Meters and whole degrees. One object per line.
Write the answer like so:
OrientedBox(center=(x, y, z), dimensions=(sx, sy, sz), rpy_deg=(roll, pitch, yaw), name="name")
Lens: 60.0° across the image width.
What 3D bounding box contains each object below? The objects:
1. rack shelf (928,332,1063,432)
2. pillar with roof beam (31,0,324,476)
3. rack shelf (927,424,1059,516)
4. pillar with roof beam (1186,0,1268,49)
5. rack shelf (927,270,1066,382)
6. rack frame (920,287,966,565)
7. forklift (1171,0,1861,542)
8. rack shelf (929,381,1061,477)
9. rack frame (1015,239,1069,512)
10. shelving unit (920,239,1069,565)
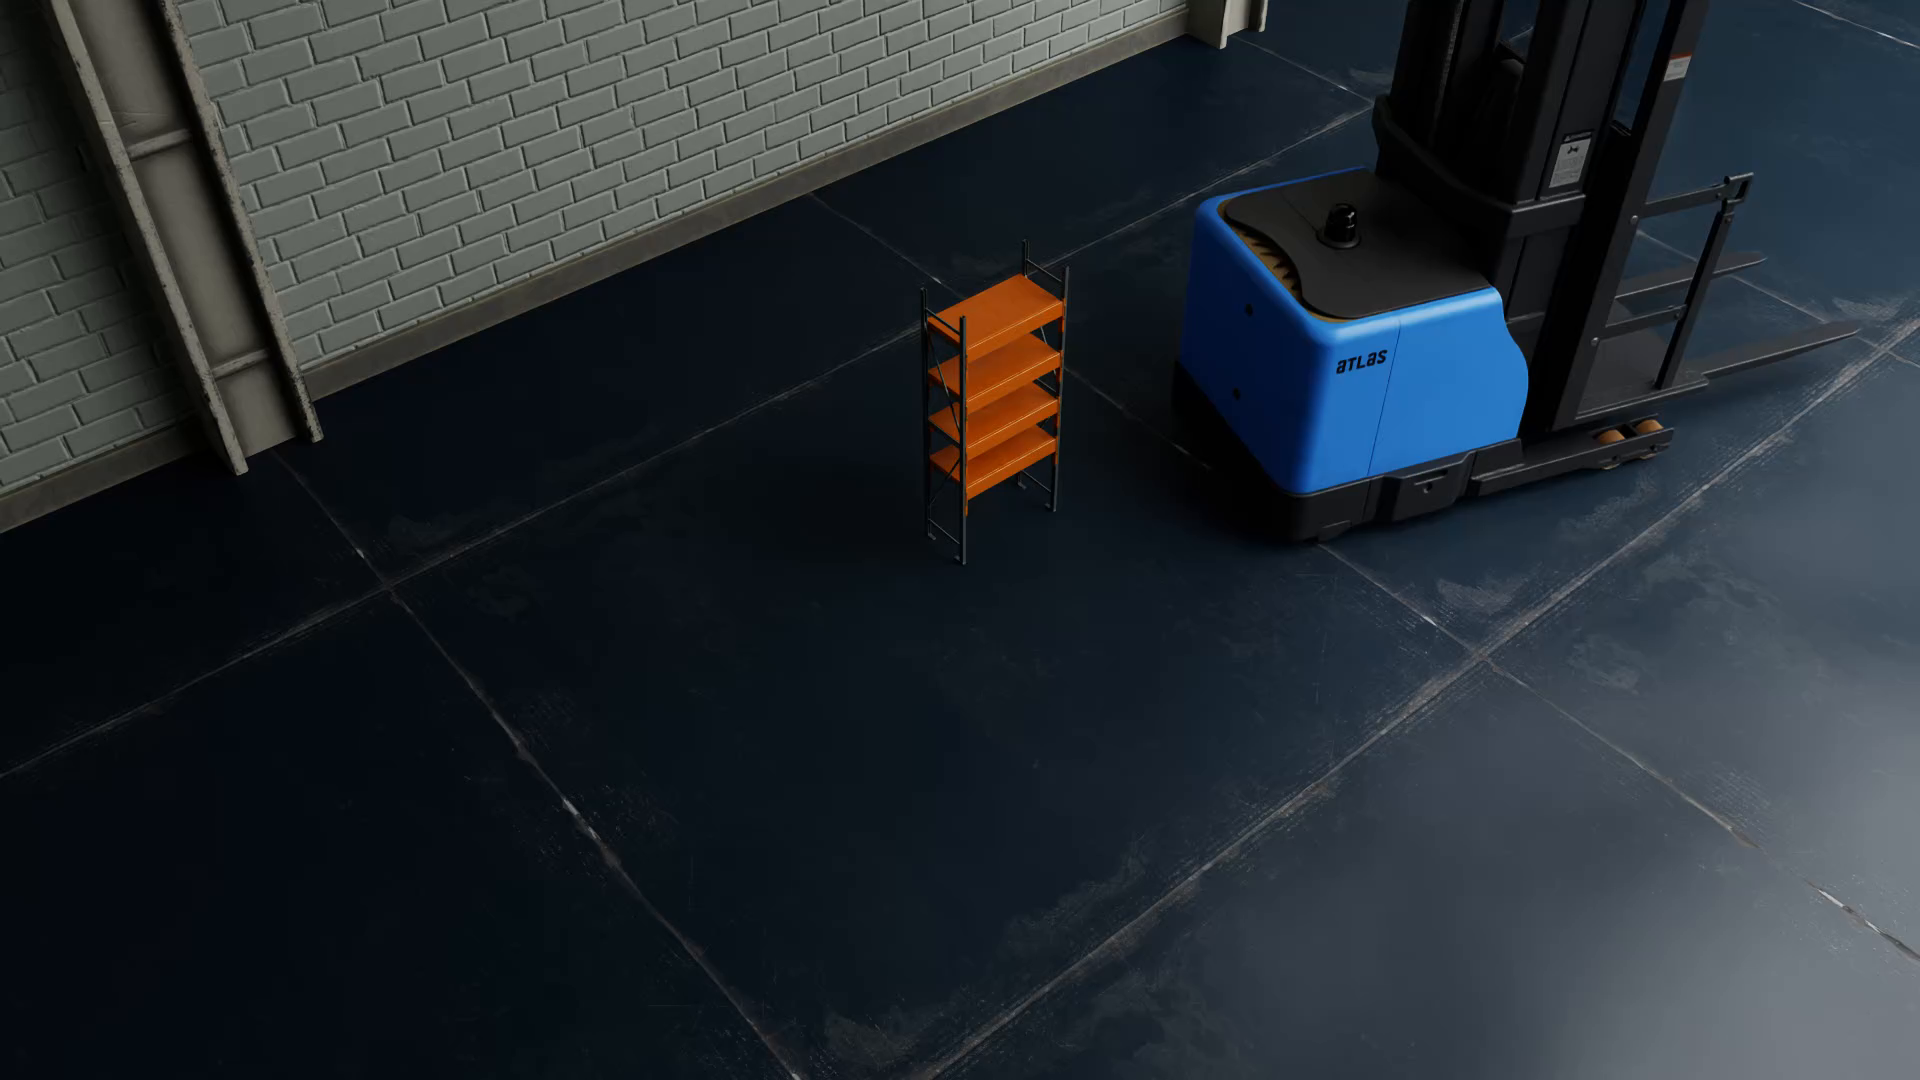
OrientedBox(center=(0.127, -0.624, 6.310), dimensions=(0.480, 0.148, 0.258), rpy_deg=(-30, 51, -28), name="rack shelf")
OrientedBox(center=(-0.249, -1.457, 1.728), dimensions=(0.400, 9.000, 9.100), rpy_deg=(-30, 51, -28), name="pillar with roof beam")
OrientedBox(center=(0.127, -0.316, 6.599), dimensions=(0.480, 0.148, 0.258), rpy_deg=(-30, 51, -28), name="rack shelf")
OrientedBox(center=(4.353, -4.093, 4.534), dimensions=(0.400, 9.000, 9.100), rpy_deg=(-30, 51, -28), name="pillar with roof beam")
OrientedBox(center=(0.127, -0.796, 6.148), dimensions=(0.480, 0.148, 0.258), rpy_deg=(-30, 51, -28), name="rack shelf")
OrientedBox(center=(-0.060, -0.403, 6.303), dimensions=(0.015, 1.200, 0.240), rpy_deg=(-30, 51, -28), name="rack frame")
OrientedBox(center=(2.494, -1.693, 6.412), dimensions=(3.031, 2.935, 1.130), rpy_deg=(-15, 45, -15), name="forklift")
OrientedBox(center=(0.127, -0.461, 6.463), dimensions=(0.480, 0.148, 0.258), rpy_deg=(-30, 51, -28), name="rack shelf")
OrientedBox(center=(0.314, -0.617, 6.531), dimensions=(0.015, 1.200, 0.240), rpy_deg=(-30, 51, -28), name="rack frame")
OrientedBox(center=(0.127, -0.510, 6.417), dimensions=(0.503, 1.200, 0.258), rpy_deg=(-30, 51, -28), name="shelving unit")
